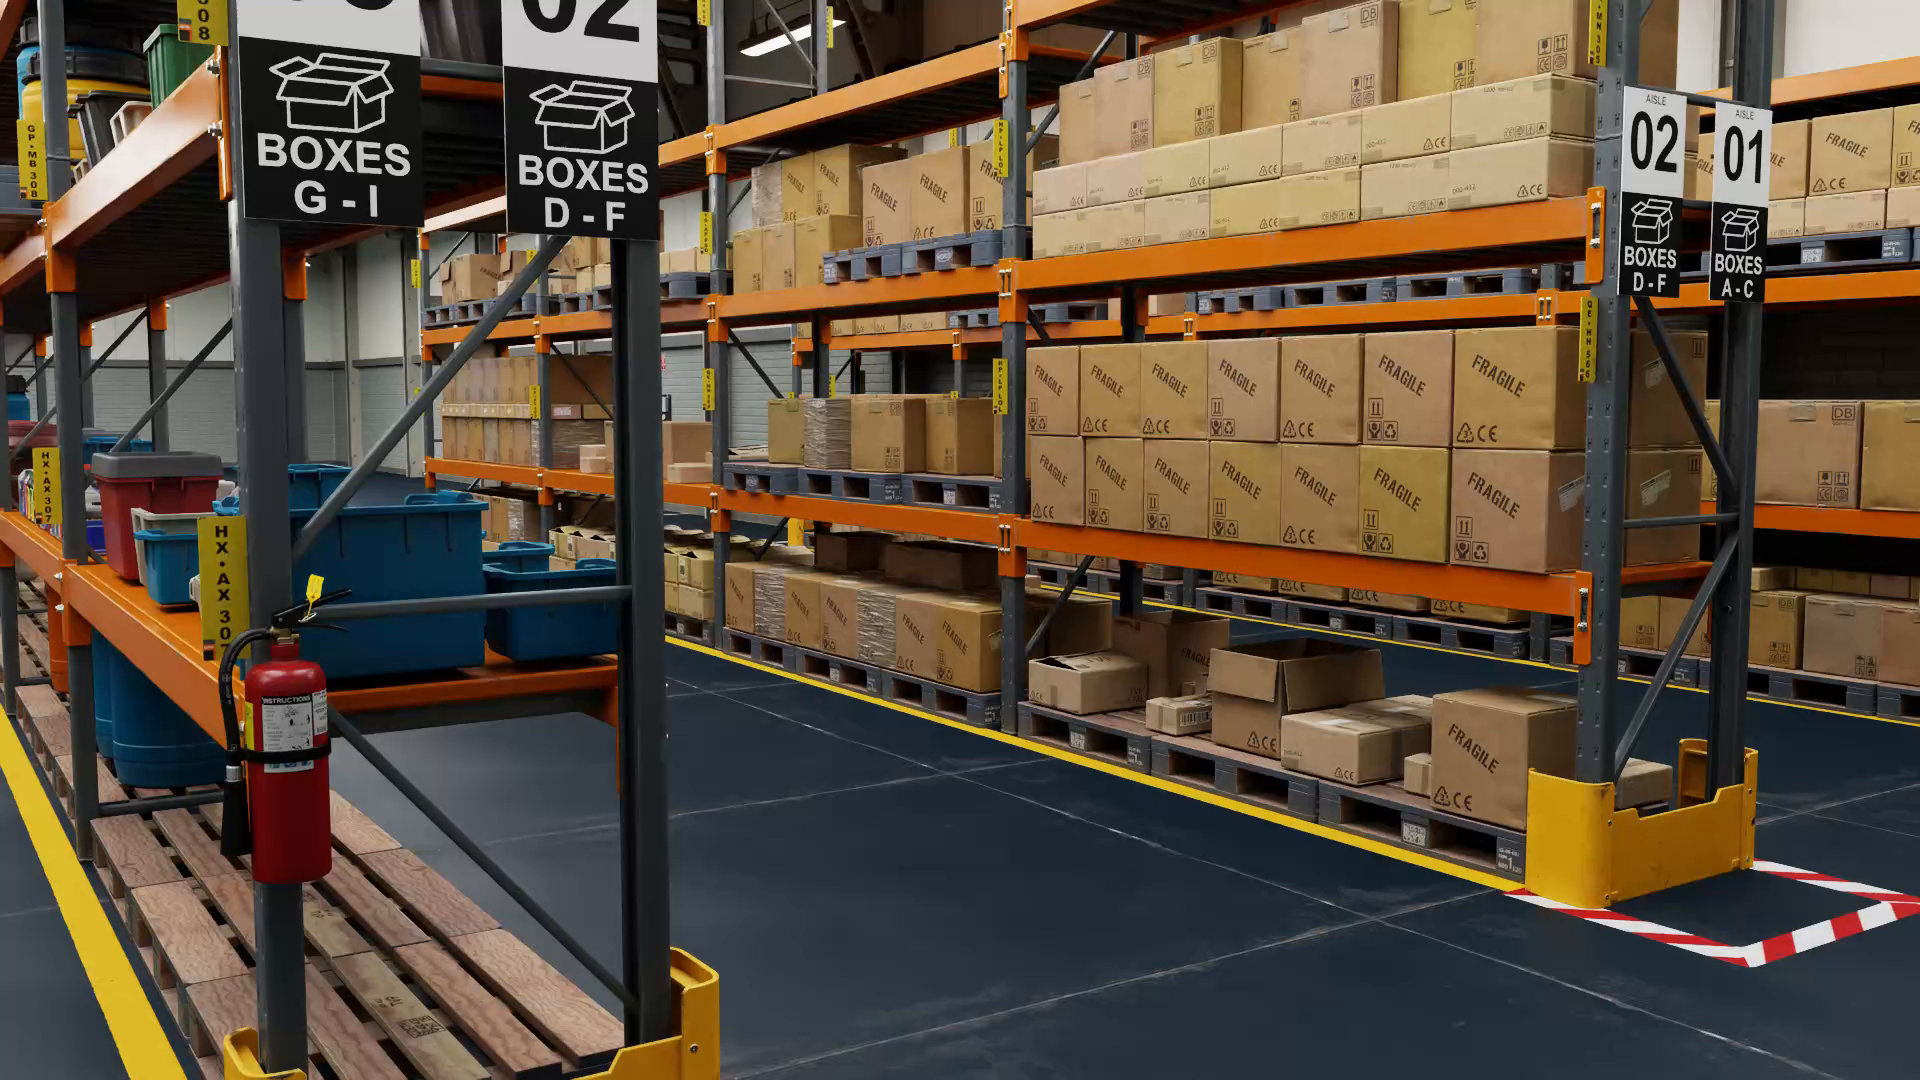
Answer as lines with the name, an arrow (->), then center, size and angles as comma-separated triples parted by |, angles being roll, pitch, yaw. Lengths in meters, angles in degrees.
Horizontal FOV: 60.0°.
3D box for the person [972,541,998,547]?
person -> 0.222, -0.130, 16.257 | 0.382, 1.534, 0.426 | -3, 6, -32
